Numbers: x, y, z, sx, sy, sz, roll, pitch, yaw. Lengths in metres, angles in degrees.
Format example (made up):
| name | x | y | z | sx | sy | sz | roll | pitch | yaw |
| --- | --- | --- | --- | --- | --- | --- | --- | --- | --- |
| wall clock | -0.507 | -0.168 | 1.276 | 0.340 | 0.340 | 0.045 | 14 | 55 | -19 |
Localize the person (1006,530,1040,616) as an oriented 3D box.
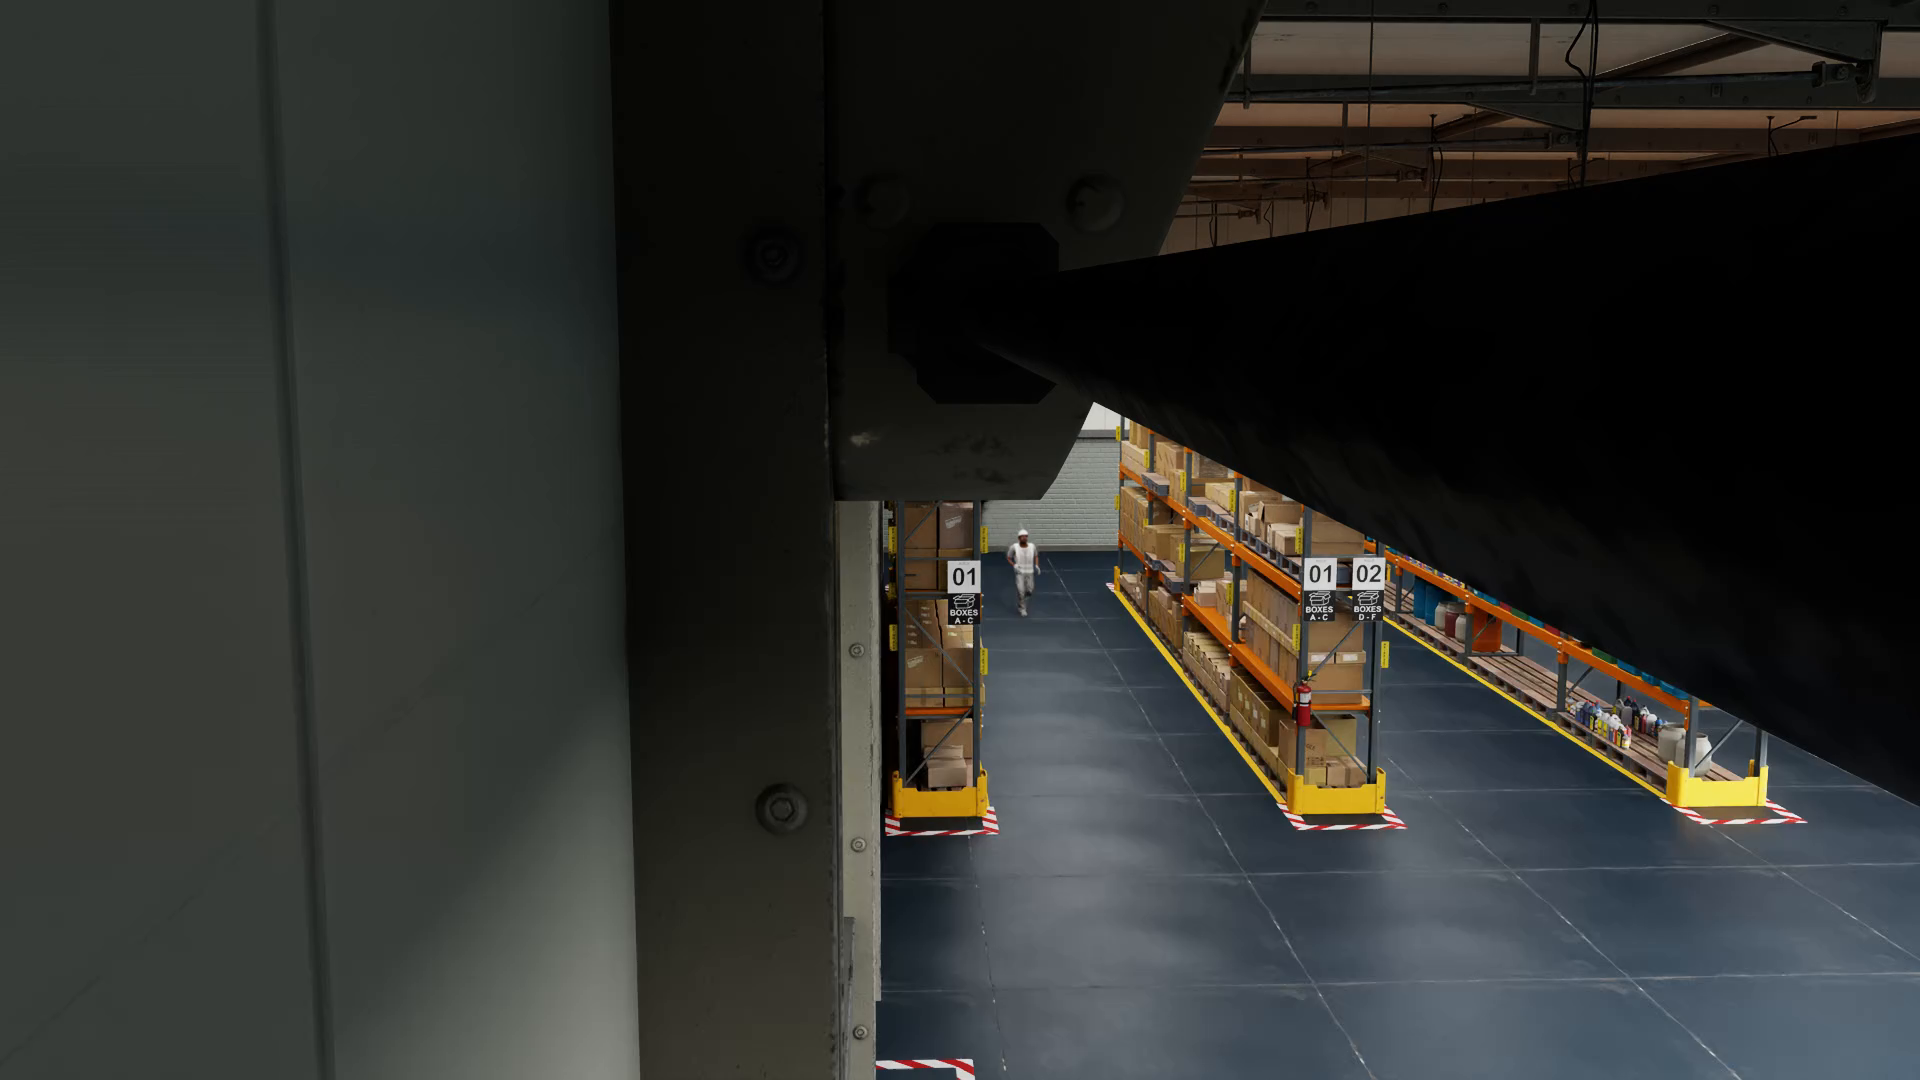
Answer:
| name | x | y | z | sx | sy | sz | roll | pitch | yaw |
| --- | --- | --- | --- | --- | --- | --- | --- | --- | --- |
| person | 1.272 | 0.657 | 33.546 | 0.685 | 1.737 | 0.602 | -2 | 8 | -12 |
